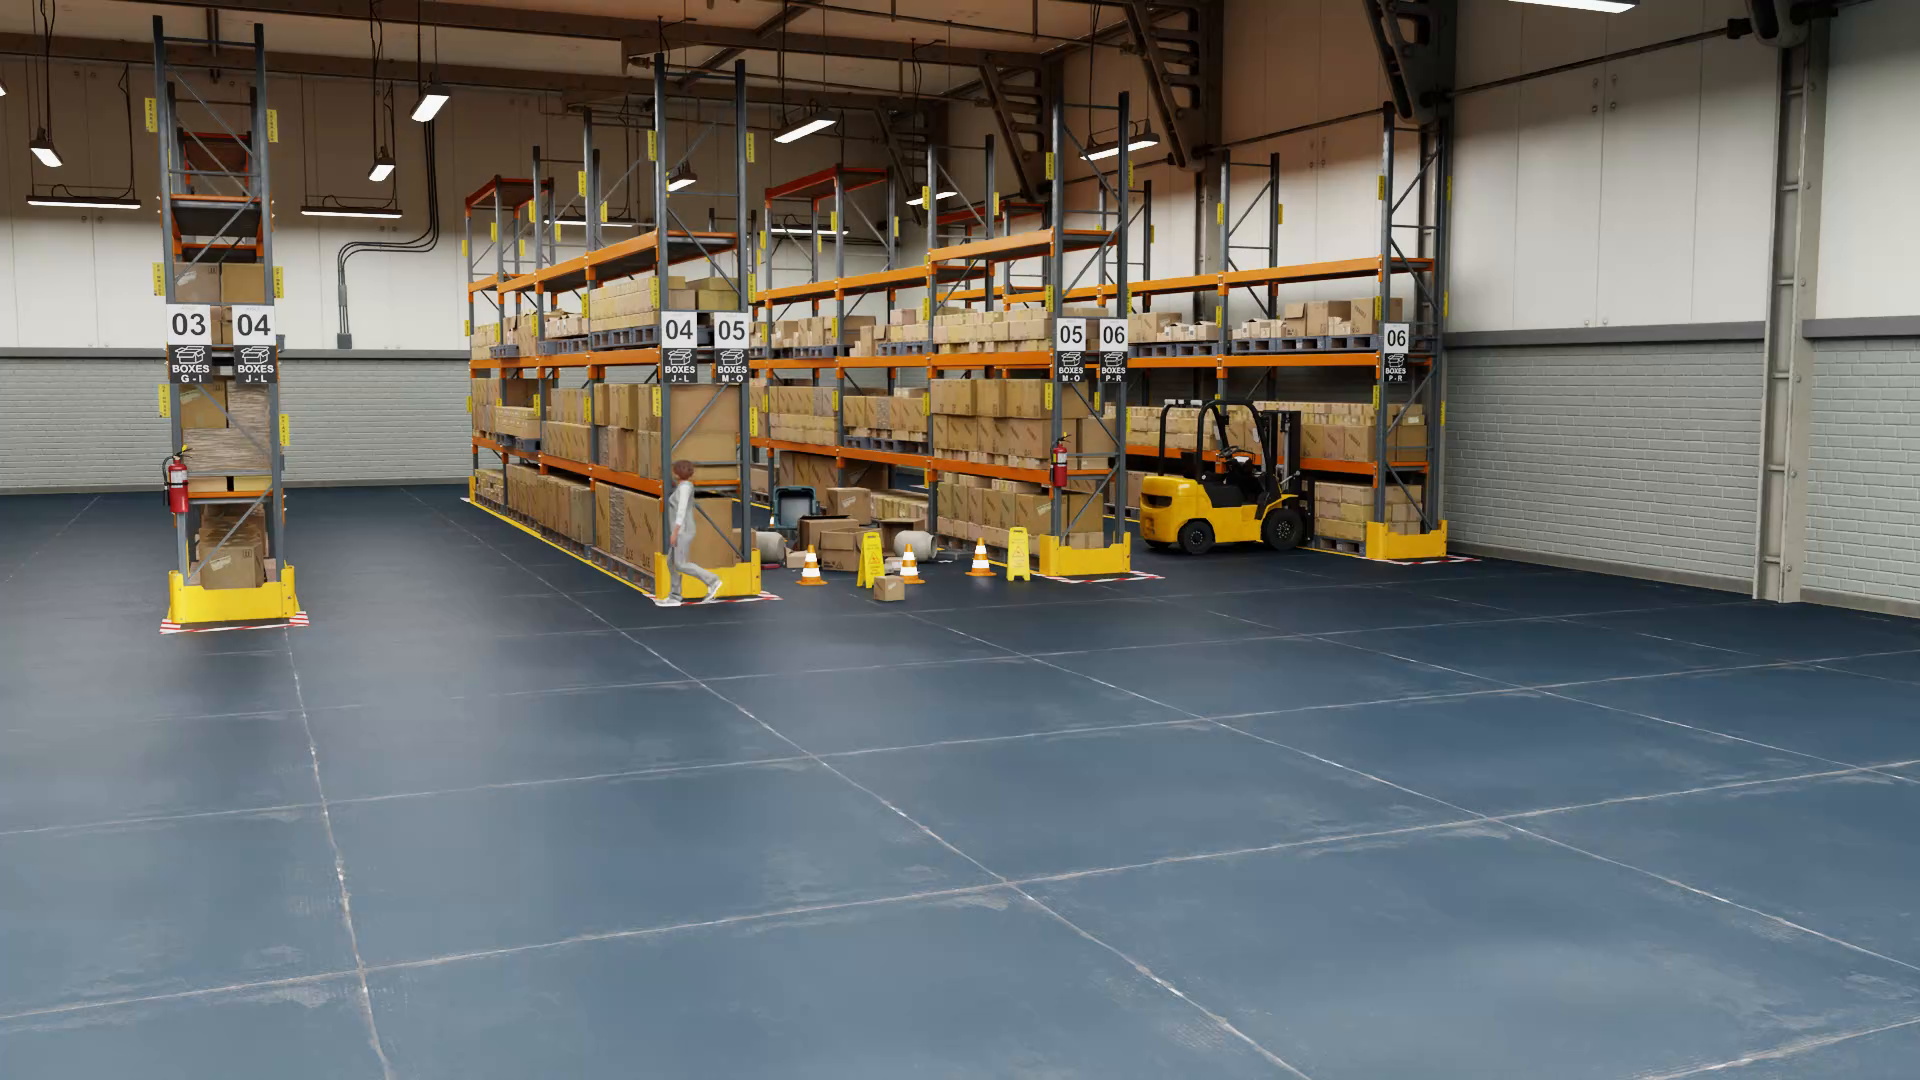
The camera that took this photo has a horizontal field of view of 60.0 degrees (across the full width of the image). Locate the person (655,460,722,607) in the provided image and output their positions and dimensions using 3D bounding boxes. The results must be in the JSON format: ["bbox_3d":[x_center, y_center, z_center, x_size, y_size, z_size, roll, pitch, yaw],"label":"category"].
[{"bbox_3d":[-2.913,-0.056,17.790,0.723,1.548,0.413,-1,6,-6],"label":"person"}]
